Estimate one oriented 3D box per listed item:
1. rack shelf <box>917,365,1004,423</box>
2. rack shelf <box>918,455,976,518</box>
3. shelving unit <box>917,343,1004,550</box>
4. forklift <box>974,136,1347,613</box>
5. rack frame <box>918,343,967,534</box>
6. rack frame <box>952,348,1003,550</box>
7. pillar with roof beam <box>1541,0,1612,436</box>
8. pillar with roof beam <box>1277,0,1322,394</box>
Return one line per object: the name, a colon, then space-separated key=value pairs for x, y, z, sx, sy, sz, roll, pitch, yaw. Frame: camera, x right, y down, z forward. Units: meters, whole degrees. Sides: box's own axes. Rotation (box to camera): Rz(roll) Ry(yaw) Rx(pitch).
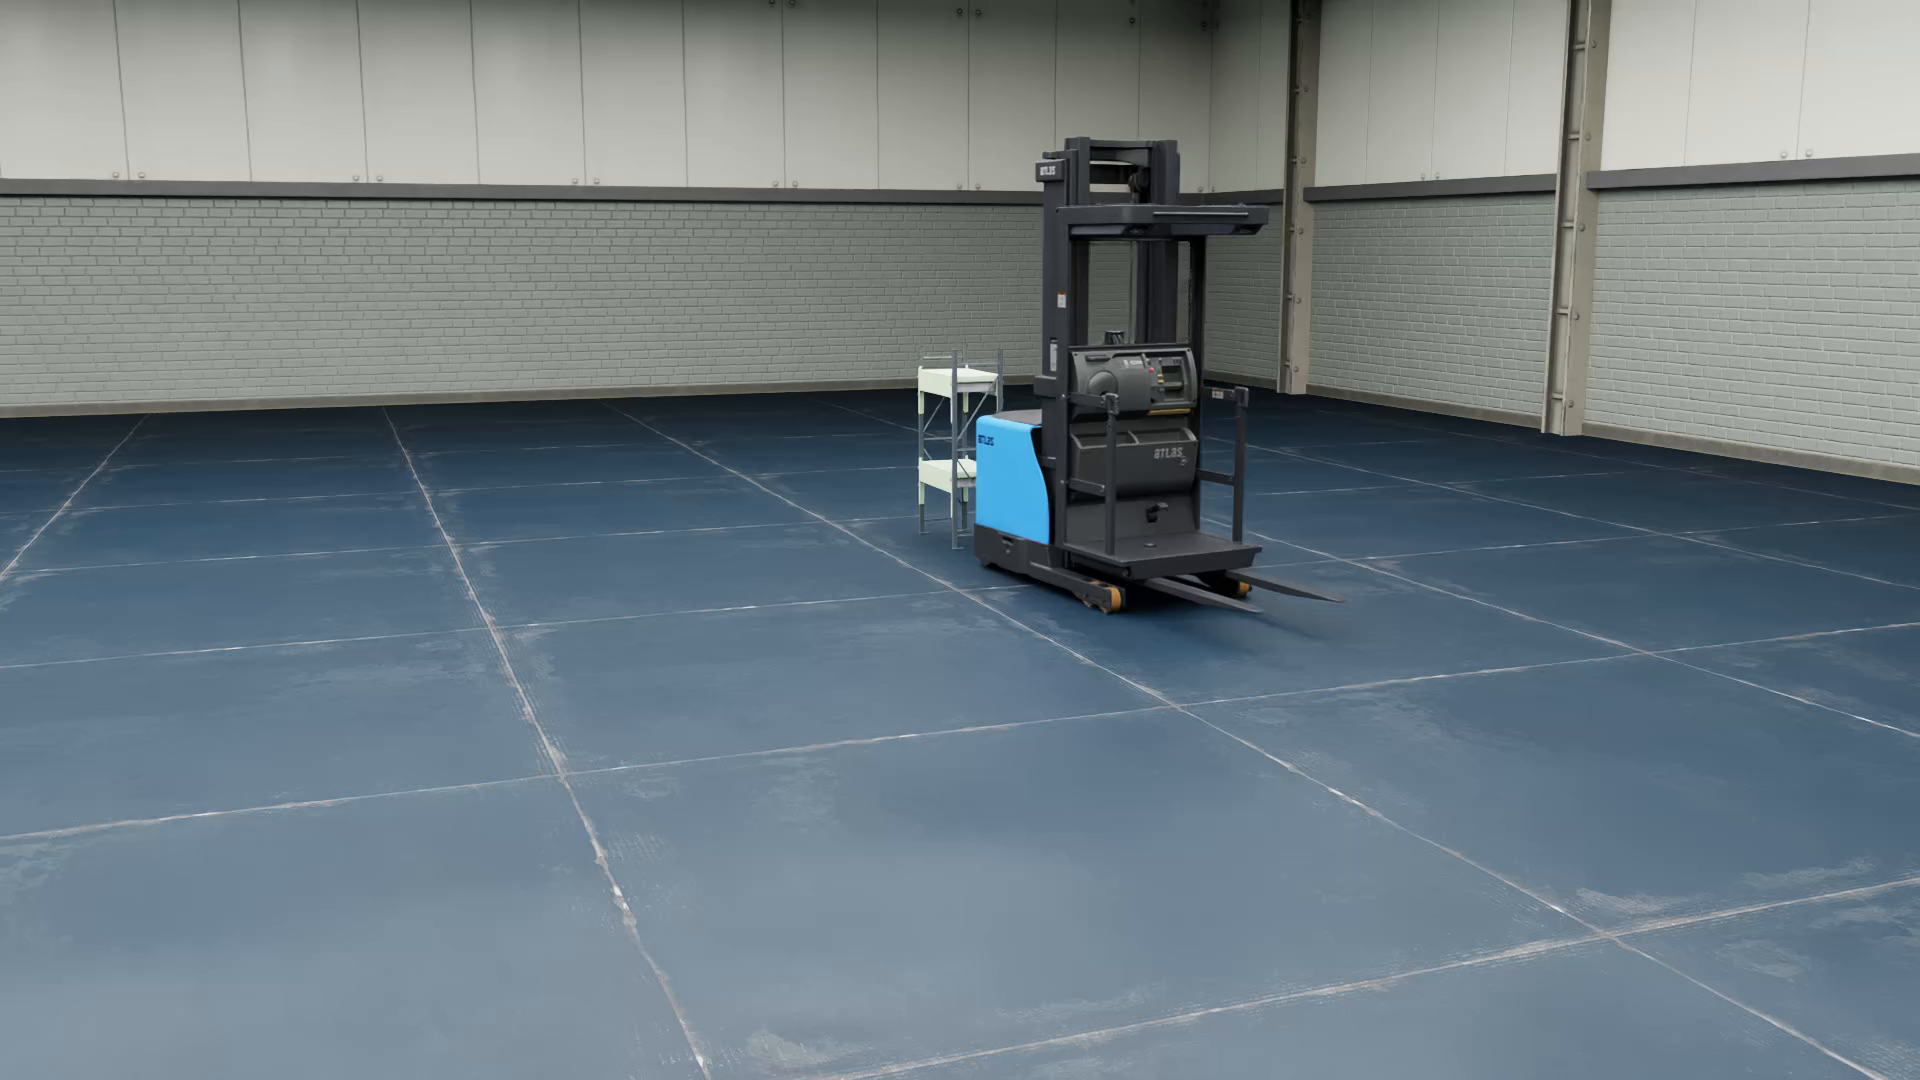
rack shelf: x=-0.002 y=-1.124 z=12.727 sx=0.431 sy=0.370 sz=0.720 roll=-4 pitch=11 yaw=-21
rack shelf: x=-0.002 y=-0.419 z=12.852 sx=0.431 sy=0.370 sz=0.720 roll=-4 pitch=11 yaw=-21
shelving unit: x=-0.002 y=-0.739 z=12.795 sx=0.431 sy=1.500 sz=0.755 roll=-4 pitch=11 yaw=-21
forklift: x=1.241 y=-1.079 z=10.615 sx=1.130 sy=2.935 sz=3.031 roll=-5 pitch=11 yaw=-28
rack frame: x=-0.135 y=-0.799 z=13.131 sx=0.400 sy=1.500 sz=0.023 roll=-4 pitch=11 yaw=-21
rack frame: x=0.130 y=-0.680 z=12.459 sx=0.400 sy=1.500 sz=0.023 roll=-4 pitch=11 yaw=-21
pillar with roof beam: x=3.288 y=-5.446 z=17.842 sx=9.100 sy=9.000 sz=0.400 roll=-4 pitch=11 yaw=-21
pillar with roof beam: x=1.114 y=-6.426 z=23.348 sx=9.100 sy=9.000 sz=0.400 roll=-4 pitch=11 yaw=-21
